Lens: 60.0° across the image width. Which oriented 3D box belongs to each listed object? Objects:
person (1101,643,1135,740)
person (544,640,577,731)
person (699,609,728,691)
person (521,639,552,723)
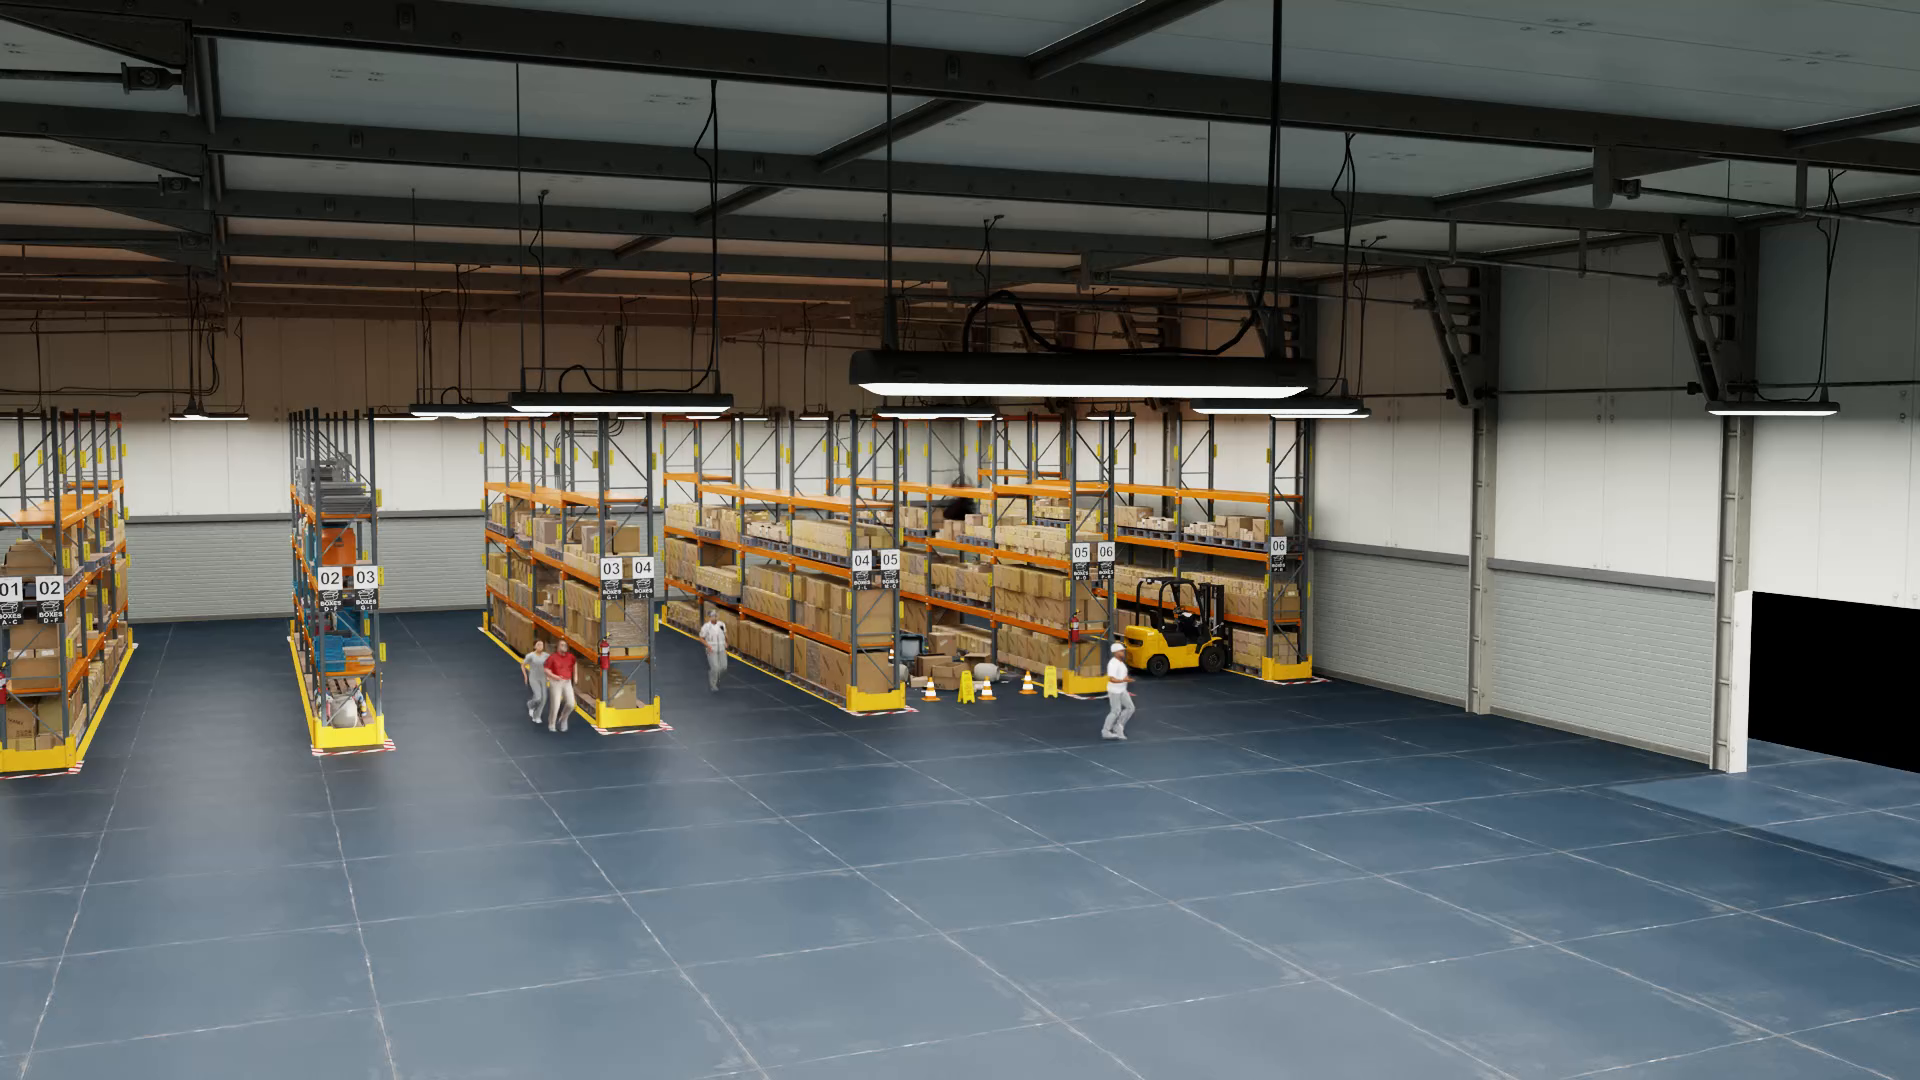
[{"bbox_3d":[2.890,2.749,30.065,0.670,1.781,0.691,2,4,25],"label":"person"},{"bbox_3d":[-7.372,2.725,30.900,0.714,1.741,0.603,-3,5,-37],"label":"person"},{"bbox_3d":[-5.267,2.353,35.774,0.666,1.752,0.545,-2,5,-31],"label":"person"},{"bbox_3d":[-8.048,2.691,31.744,0.550,1.620,0.593,-3,5,-35],"label":"person"}]
